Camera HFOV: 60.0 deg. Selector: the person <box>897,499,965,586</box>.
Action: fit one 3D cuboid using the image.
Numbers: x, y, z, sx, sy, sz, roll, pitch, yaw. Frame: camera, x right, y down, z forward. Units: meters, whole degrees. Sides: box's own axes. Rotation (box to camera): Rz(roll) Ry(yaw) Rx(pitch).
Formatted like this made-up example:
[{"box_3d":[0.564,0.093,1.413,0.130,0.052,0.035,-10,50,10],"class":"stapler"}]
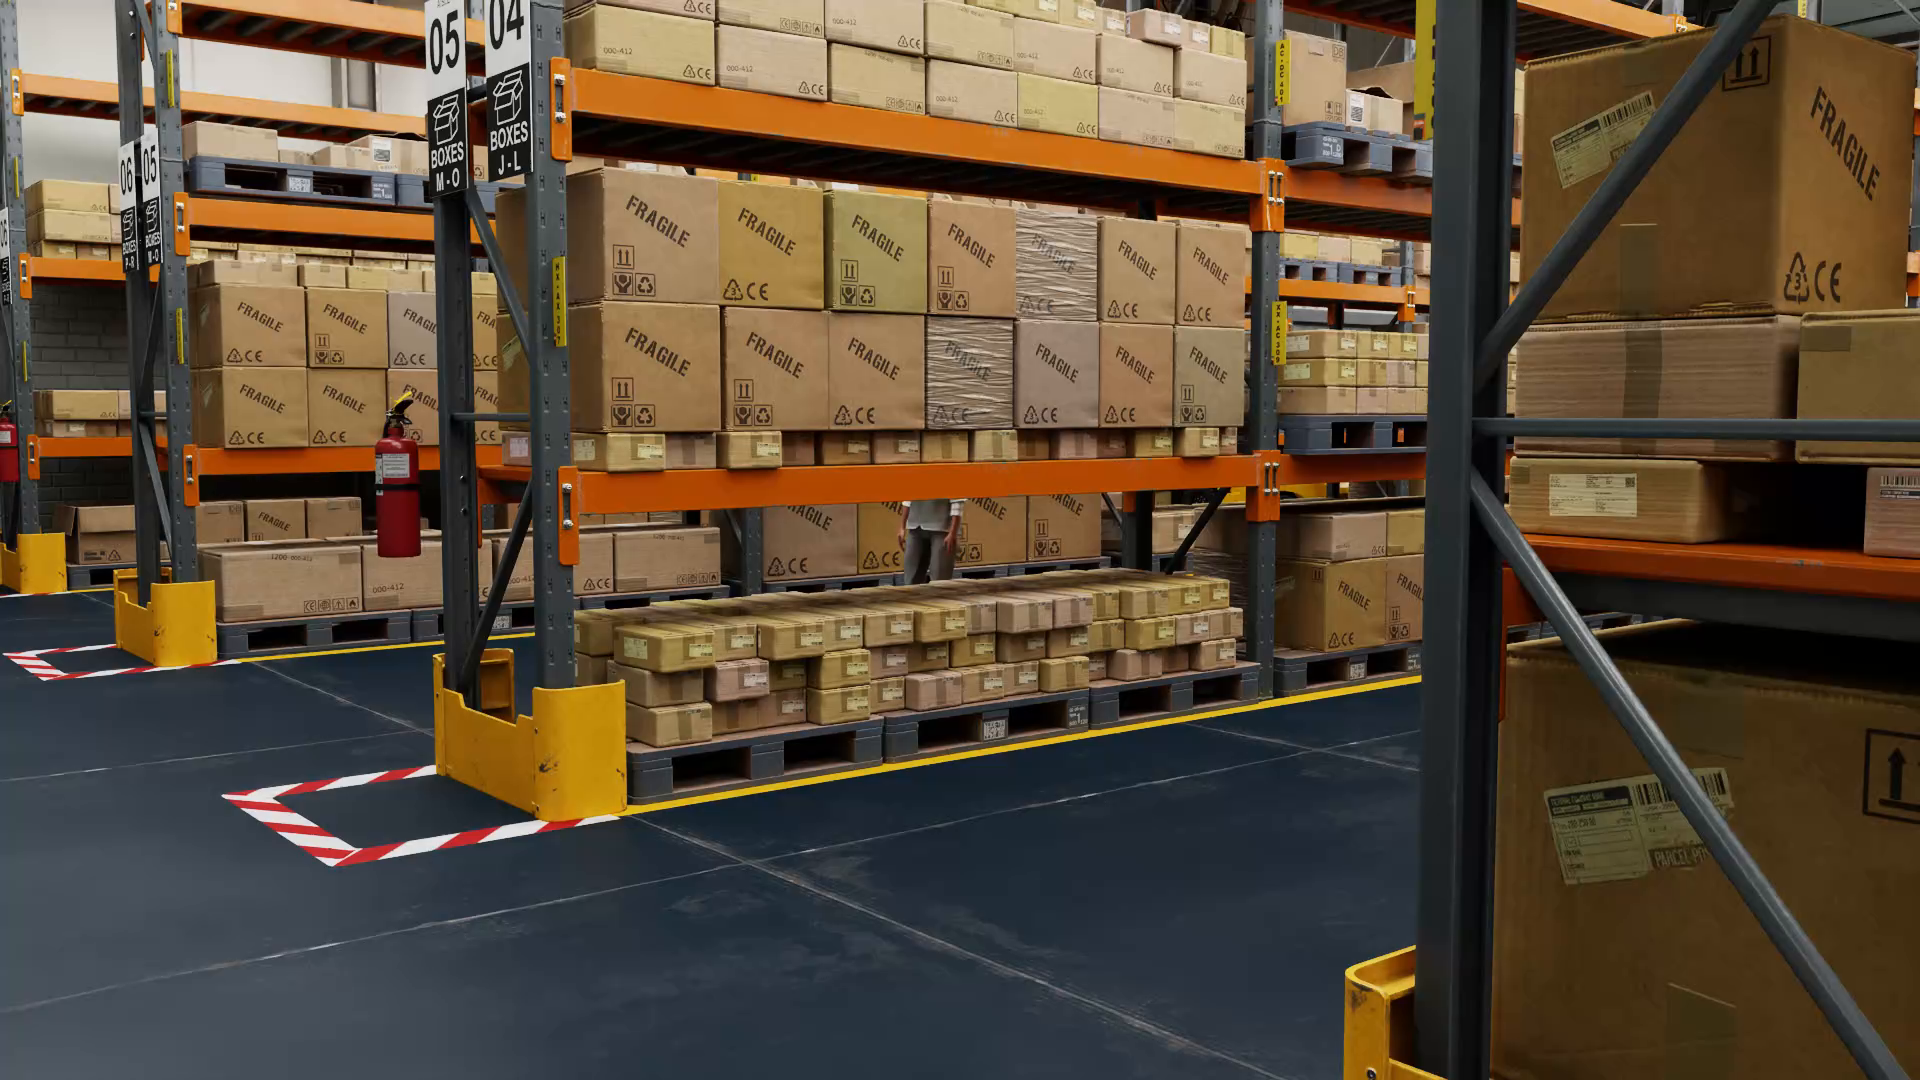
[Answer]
[{"box_3d":[-0.176,-0.023,9.847,0.468,1.581,0.349,4,6,42],"class":"person"}]
